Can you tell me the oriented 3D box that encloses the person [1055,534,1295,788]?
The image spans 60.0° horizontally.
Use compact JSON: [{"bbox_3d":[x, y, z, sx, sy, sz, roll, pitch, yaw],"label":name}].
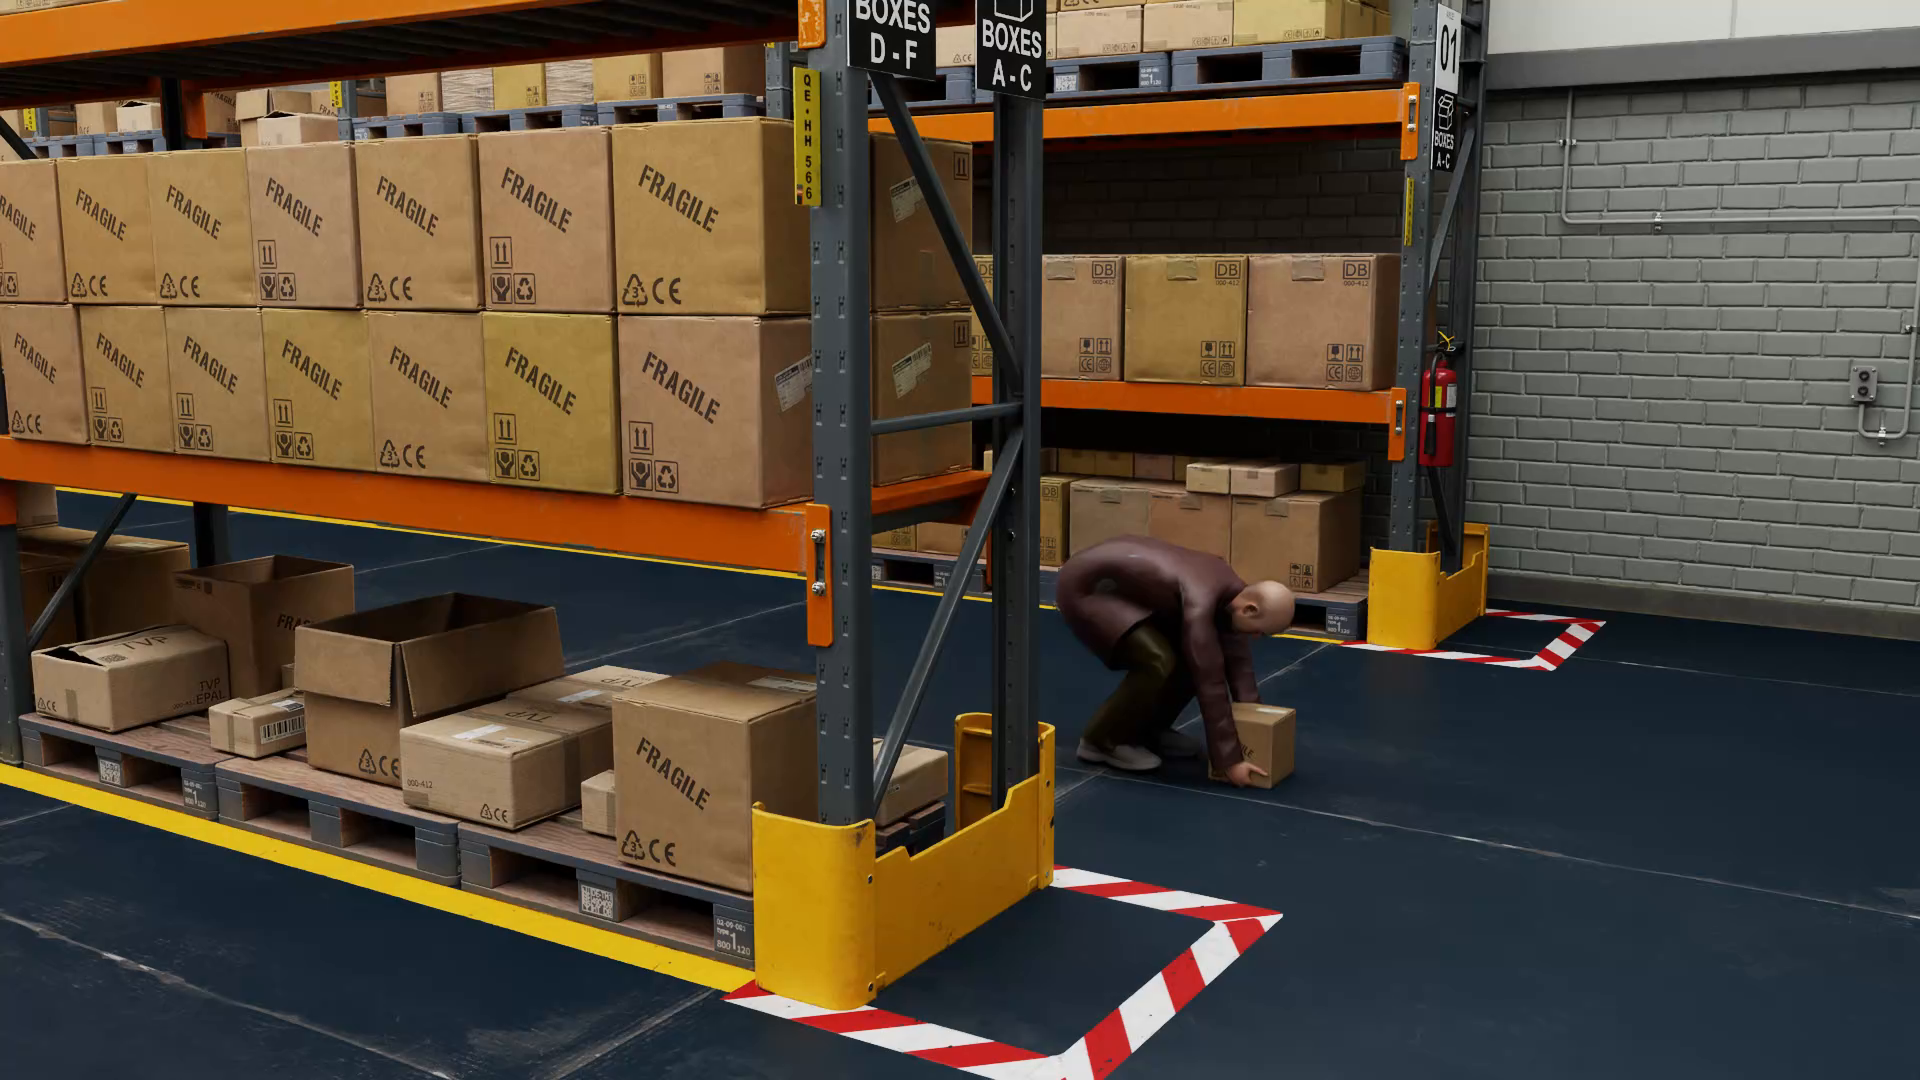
[{"bbox_3d":[0.826,0.446,6.475,0.951,0.911,0.586,5,11,29],"label":"person"}]
